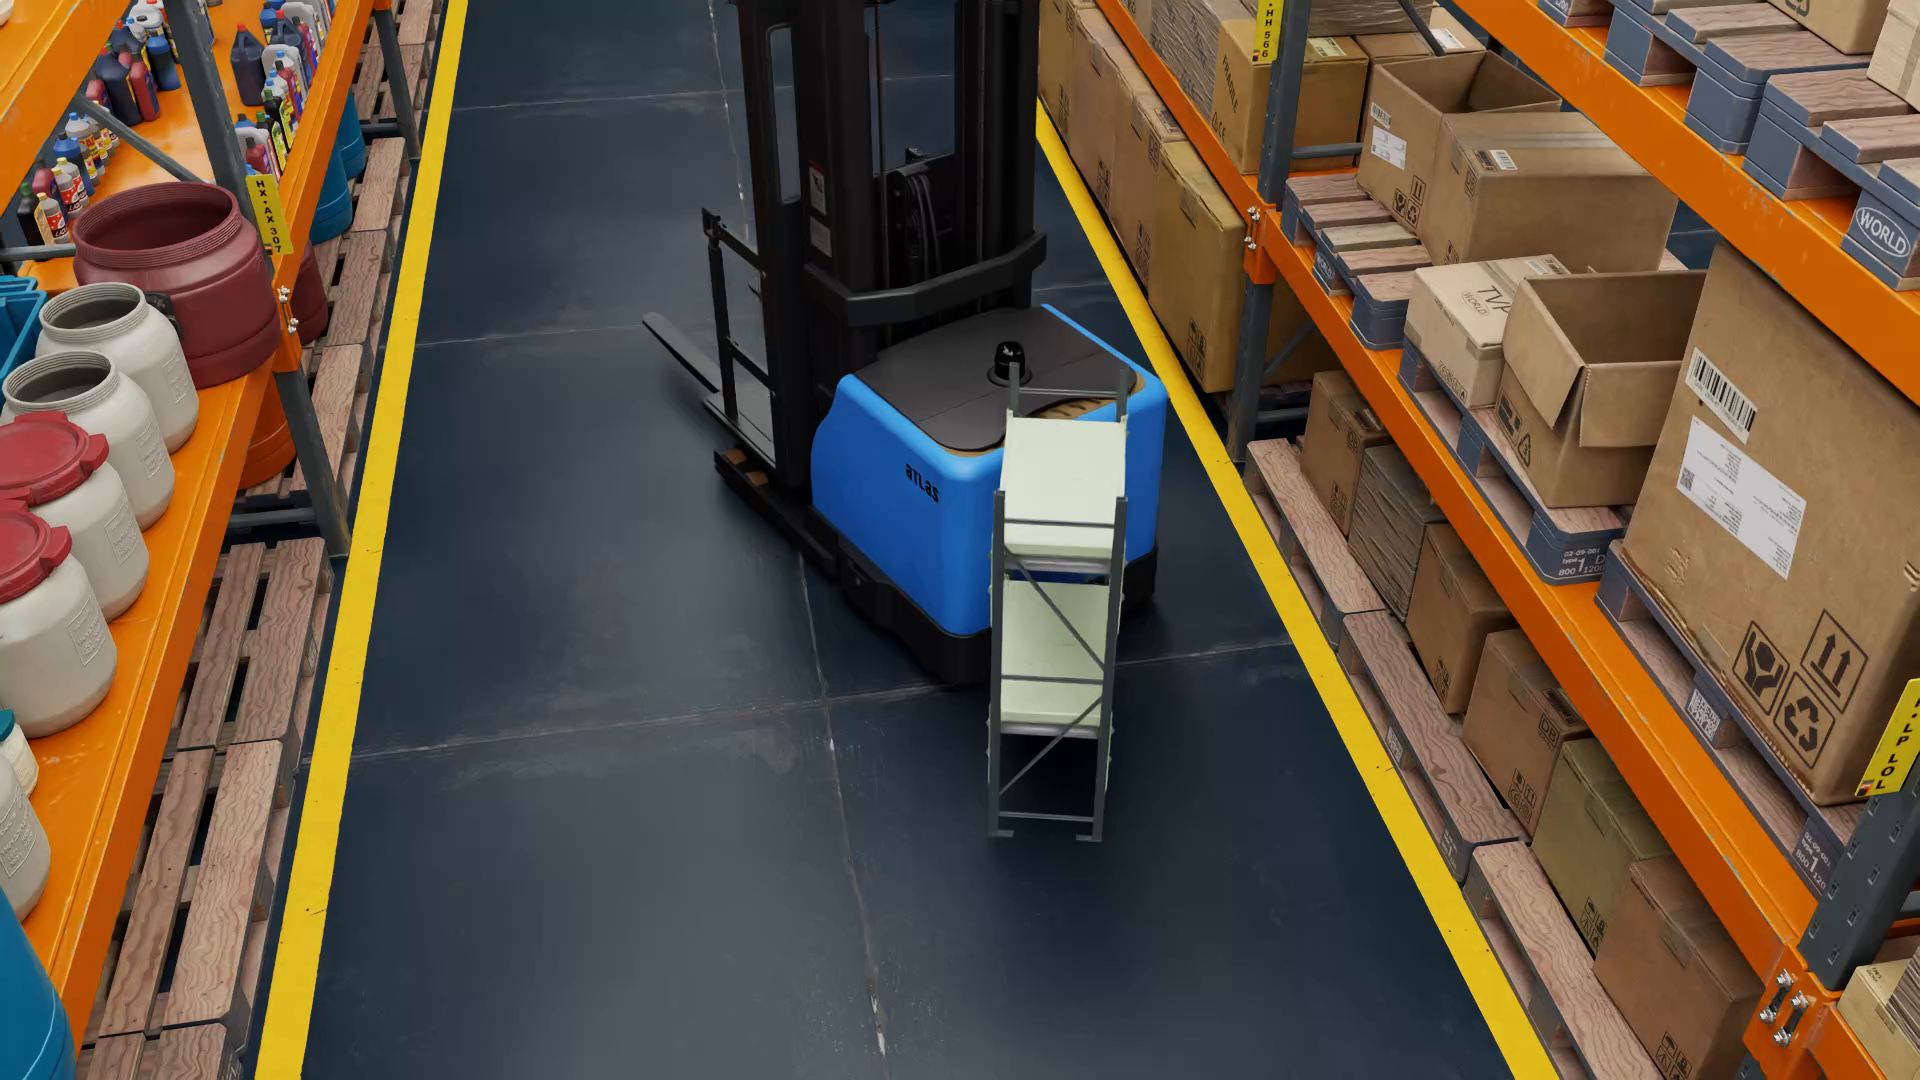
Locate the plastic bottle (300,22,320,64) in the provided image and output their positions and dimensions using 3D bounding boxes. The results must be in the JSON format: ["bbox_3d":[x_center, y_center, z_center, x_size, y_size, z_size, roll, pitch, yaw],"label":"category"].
[{"bbox_3d":[-3.180,-2.411,8.071,0.097,0.201,0.097,0,38,0],"label":"plastic bottle"}]

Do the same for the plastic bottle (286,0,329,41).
[{"bbox_3d":[-3.268,-2.648,8.314,0.152,0.276,0.135,-6,38,-8],"label":"plastic bottle"}]

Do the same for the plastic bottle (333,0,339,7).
[{"bbox_3d":[-3.348,-2.967,8.664,0.144,0.351,0.185,-6,38,-8],"label":"plastic bottle"}]

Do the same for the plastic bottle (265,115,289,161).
[{"bbox_3d":[-2.986,-1.741,7.208,0.097,0.201,0.097,0,38,0],"label":"plastic bottle"}]

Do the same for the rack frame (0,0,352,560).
[{"bbox_3d":[-3.130,-1.091,6.209,1.000,3.000,0.127,-6,38,-8],"label":"rack frame"}]

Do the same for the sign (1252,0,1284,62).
[{"bbox_3d":[1.200,-2.019,6.460,0.100,0.325,0.005,-6,38,-8],"label":"sign"}]

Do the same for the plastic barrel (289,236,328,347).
[{"bbox_3d":[-3.431,-1.280,8.076,0.600,0.588,0.708,-6,38,-8],"label":"plastic barrel"}]

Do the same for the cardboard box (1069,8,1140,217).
[{"bbox_3d":[1.334,-2.442,9.338,1.225,0.875,0.875,-7,38,-10],"label":"cardboard box"}]

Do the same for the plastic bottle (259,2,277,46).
[{"bbox_3d":[-3.347,-2.481,8.104,0.097,0.271,0.097,0,38,0],"label":"plastic bottle"}]

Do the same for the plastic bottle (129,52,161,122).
[{"bbox_3d":[-3.712,-2.060,7.552,0.061,0.283,0.133,-6,38,-8],"label":"plastic bottle"}]

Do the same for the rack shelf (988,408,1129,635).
[{"bbox_3d":[0.333,-0.072,5.485,0.431,0.370,0.720,3,38,4],"label":"rack shelf"}]

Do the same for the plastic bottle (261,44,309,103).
[{"bbox_3d":[-3.131,-2.175,7.706,0.152,0.276,0.135,-6,38,-8],"label":"plastic bottle"}]

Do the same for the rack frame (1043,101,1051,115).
[{"bbox_3d":[1.045,-4.039,10.004,1.000,3.000,0.127,-6,38,-8],"label":"rack frame"}]

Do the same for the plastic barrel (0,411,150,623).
[{"bbox_3d":[-2.585,-0.034,4.738,0.433,0.535,0.433,0,38,0],"label":"plastic barrel"}]

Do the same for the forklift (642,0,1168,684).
[{"bbox_3d":[-0.455,-1.463,6.744,1.130,2.935,3.031,-23,43,-27],"label":"forklift"}]

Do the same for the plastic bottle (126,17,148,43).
[{"bbox_3d":[-3.929,-2.363,7.951,0.097,0.271,0.097,0,38,0],"label":"plastic bottle"}]

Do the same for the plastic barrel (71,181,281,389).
[{"bbox_3d":[-2.750,-0.897,5.848,0.600,0.536,0.708,-6,38,-8],"label":"plastic barrel"}]

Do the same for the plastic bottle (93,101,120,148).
[{"bbox_3d":[-3.783,-1.833,7.327,0.097,0.201,0.097,0,38,0],"label":"plastic bottle"}]

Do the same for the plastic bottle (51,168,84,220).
[{"bbox_3d":[-3.664,-1.422,6.797,0.097,0.201,0.097,0,38,0],"label":"plastic bottle"}]

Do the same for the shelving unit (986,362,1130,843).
[{"bbox_3d":[0.333,0.236,5.724,0.431,1.500,0.755,3,38,4],"label":"shelving unit"}]

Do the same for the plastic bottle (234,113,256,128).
[{"bbox_3d":[-3.022,-1.682,7.075,0.097,0.271,0.097,0,38,0],"label":"plastic bottle"}]

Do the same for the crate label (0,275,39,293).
[{"bbox_3d":[-3.425,-0.730,5.881,0.303,0.233,0.416,-6,38,-8],"label":"crate label"}]

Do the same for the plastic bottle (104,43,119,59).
[{"bbox_3d":[-3.877,-2.126,7.636,0.061,0.283,0.133,-6,38,-8],"label":"plastic bottle"}]

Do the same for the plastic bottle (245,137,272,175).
[{"bbox_3d":[-2.900,-1.544,6.888,0.061,0.283,0.133,-6,38,-8],"label":"plastic bottle"}]

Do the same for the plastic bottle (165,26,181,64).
[{"bbox_3d":[-3.803,-2.433,8.099,0.097,0.201,0.097,0,38,0],"label":"plastic bottle"}]

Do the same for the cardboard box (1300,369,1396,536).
[{"bbox_3d":[1.883,-0.407,7.008,0.700,0.500,0.500,-8,39,-10],"label":"cardboard box"}]

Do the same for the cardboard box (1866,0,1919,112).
[{"bbox_3d":[2.184,-1.062,3.494,0.396,0.266,0.258,-5,38,-6],"label":"cardboard box"}]

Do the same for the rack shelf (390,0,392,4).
[{"bbox_3d":[-4.182,-4.431,11.094,1.077,0.370,4.000,-6,38,-8],"label":"rack shelf"}]

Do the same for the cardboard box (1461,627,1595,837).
[{"bbox_3d":[2.197,0.605,5.705,0.700,0.500,0.500,-9,39,-12],"label":"cardboard box"}]

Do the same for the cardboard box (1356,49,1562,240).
[{"bbox_3d":[1.880,-1.507,6.321,0.500,0.500,0.500,-11,39,-14],"label":"cardboard box"}]

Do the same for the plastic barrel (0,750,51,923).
[{"bbox_3d":[-2.381,0.670,3.831,0.433,0.535,0.433,0,38,0],"label":"plastic barrel"}]

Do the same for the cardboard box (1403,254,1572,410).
[{"bbox_3d":[1.814,-0.693,5.477,0.500,0.250,0.500,-7,38,-9],"label":"cardboard box"}]

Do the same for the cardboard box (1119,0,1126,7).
[{"bbox_3d":[1.056,-3.168,8.802,0.500,0.500,0.500,-7,38,-9],"label":"cardboard box"}]

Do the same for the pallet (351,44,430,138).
[{"bbox_3d":[-3.998,-2.845,10.740,1.003,0.211,1.213,-6,38,-8],"label":"pallet"}]

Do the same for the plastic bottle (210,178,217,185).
[{"bbox_3d":[-2.888,-1.338,6.628,0.152,0.276,0.135,-6,38,-8],"label":"plastic bottle"}]

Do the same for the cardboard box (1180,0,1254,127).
[{"bbox_3d":[1.334,-2.236,7.602,0.500,0.500,0.500,-7,38,-8],"label":"cardboard box"}]

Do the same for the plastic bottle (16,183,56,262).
[{"bbox_3d":[-3.621,-1.243,6.500,0.061,0.283,0.133,-6,38,-8],"label":"plastic bottle"}]

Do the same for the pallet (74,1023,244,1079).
[{"bbox_3d":[-2.605,1.956,4.560,1.003,0.211,1.213,-6,38,-8],"label":"pallet"}]

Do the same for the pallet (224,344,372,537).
[{"bbox_3d":[-3.309,-0.461,7.671,1.003,0.211,1.213,-6,38,-8],"label":"pallet"}]

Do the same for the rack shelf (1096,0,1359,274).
[{"bbox_3d":[1.396,-2.547,8.670,1.077,0.370,4.000,-6,38,-8],"label":"rack shelf"}]

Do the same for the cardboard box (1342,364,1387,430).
[{"bbox_3d":[1.893,-0.705,6.780,0.500,0.250,0.500,-5,38,-6],"label":"cardboard box"}]

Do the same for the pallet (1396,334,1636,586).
[{"bbox_3d":[2.134,-0.356,5.420,1.003,0.211,1.213,-6,38,-8],"label":"pallet"}]

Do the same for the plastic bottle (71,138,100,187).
[{"bbox_3d":[-3.715,-1.598,7.024,0.097,0.201,0.097,0,38,0],"label":"plastic bottle"}]

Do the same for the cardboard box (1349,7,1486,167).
[{"bbox_3d":[1.929,-1.986,7.279,0.500,0.500,0.500,-5,38,-7],"label":"cardboard box"}]

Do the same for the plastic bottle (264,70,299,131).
[{"bbox_3d":[-3.043,-1.967,7.442,0.097,0.271,0.097,0,38,0],"label":"plastic bottle"}]

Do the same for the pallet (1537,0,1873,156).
[{"bbox_3d":[2.259,-1.328,4.223,1.213,0.211,1.003,-6,38,-8],"label":"pallet"}]

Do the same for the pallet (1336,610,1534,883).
[{"bbox_3d":[2.092,0.685,6.196,1.003,0.211,1.213,-6,38,-8],"label":"pallet"}]
